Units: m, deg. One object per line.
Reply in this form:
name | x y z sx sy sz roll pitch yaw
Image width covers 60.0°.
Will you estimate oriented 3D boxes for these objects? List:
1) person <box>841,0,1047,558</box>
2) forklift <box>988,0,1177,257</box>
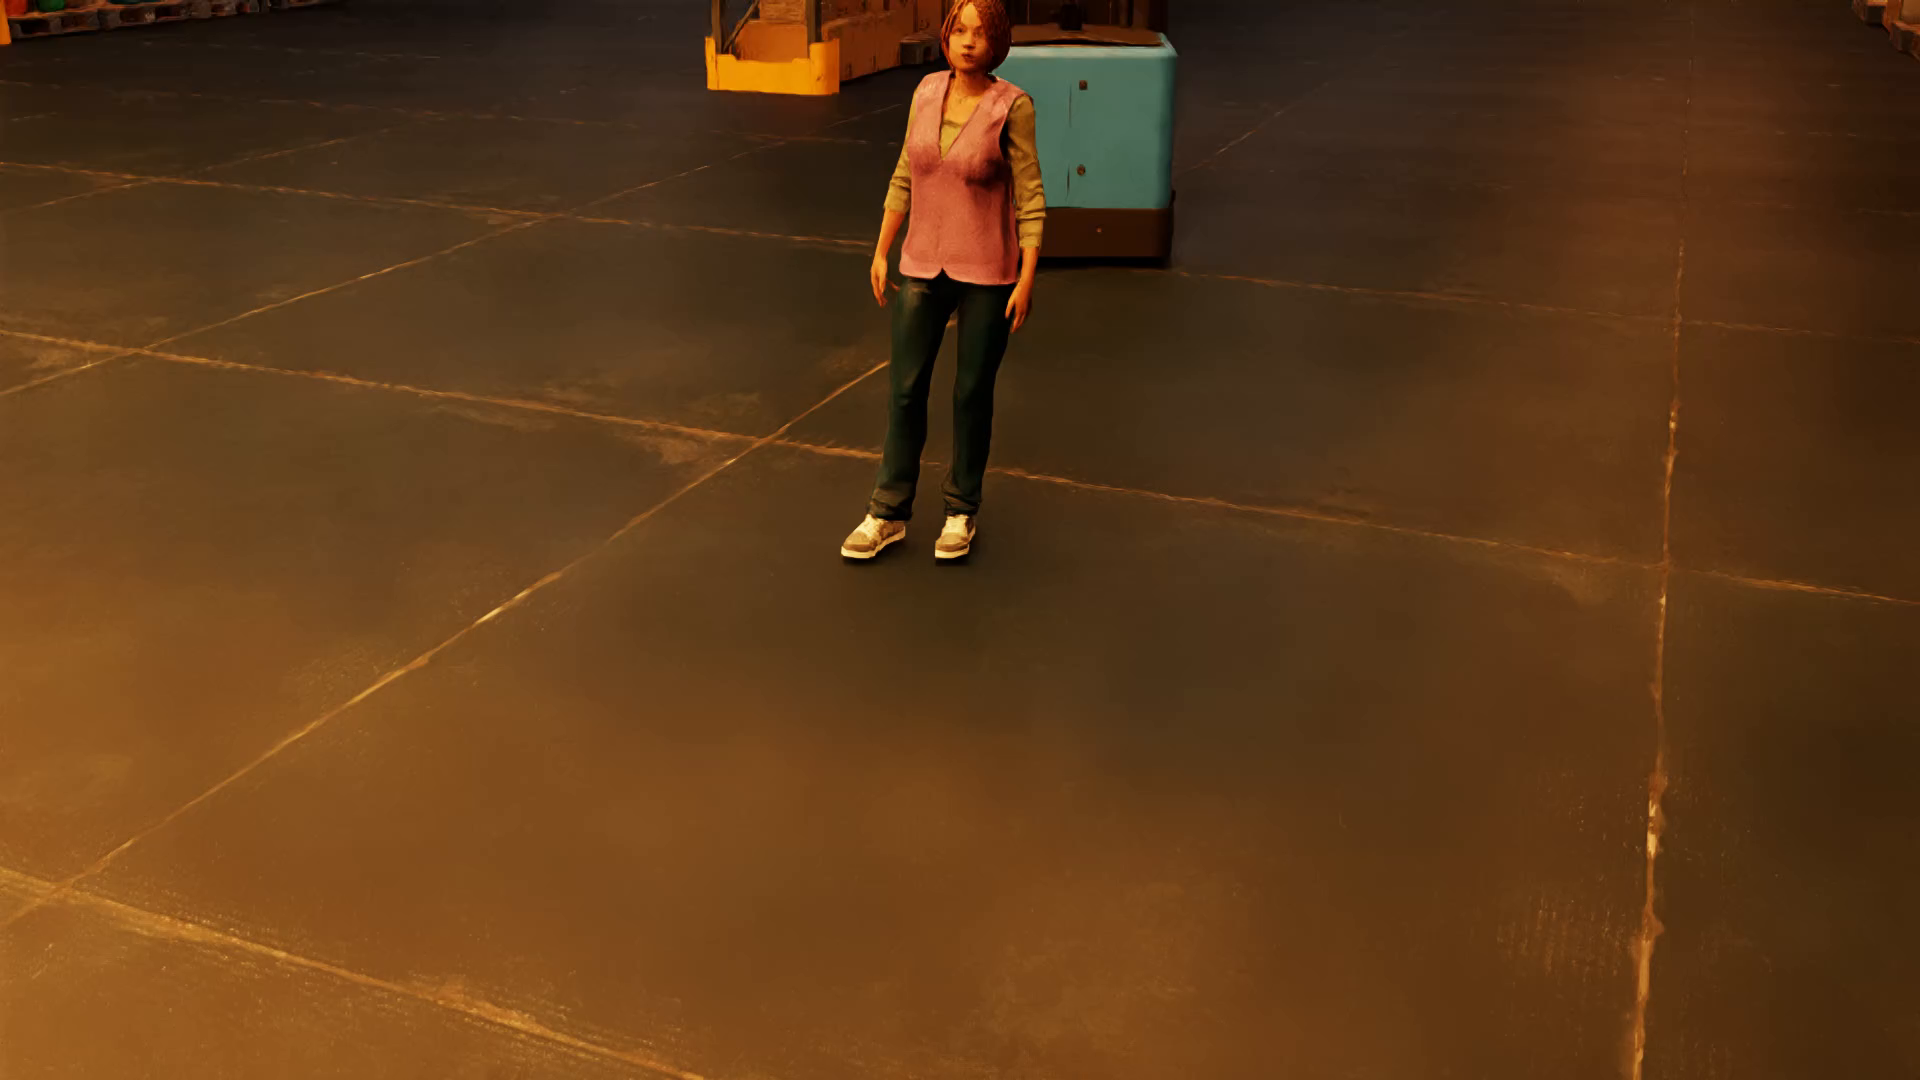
person | -0.041 -0.719 4.724 0.520 1.597 0.474 9 24 21
forklift | 0.595 -3.284 9.149 1.130 2.935 3.031 1 23 2
